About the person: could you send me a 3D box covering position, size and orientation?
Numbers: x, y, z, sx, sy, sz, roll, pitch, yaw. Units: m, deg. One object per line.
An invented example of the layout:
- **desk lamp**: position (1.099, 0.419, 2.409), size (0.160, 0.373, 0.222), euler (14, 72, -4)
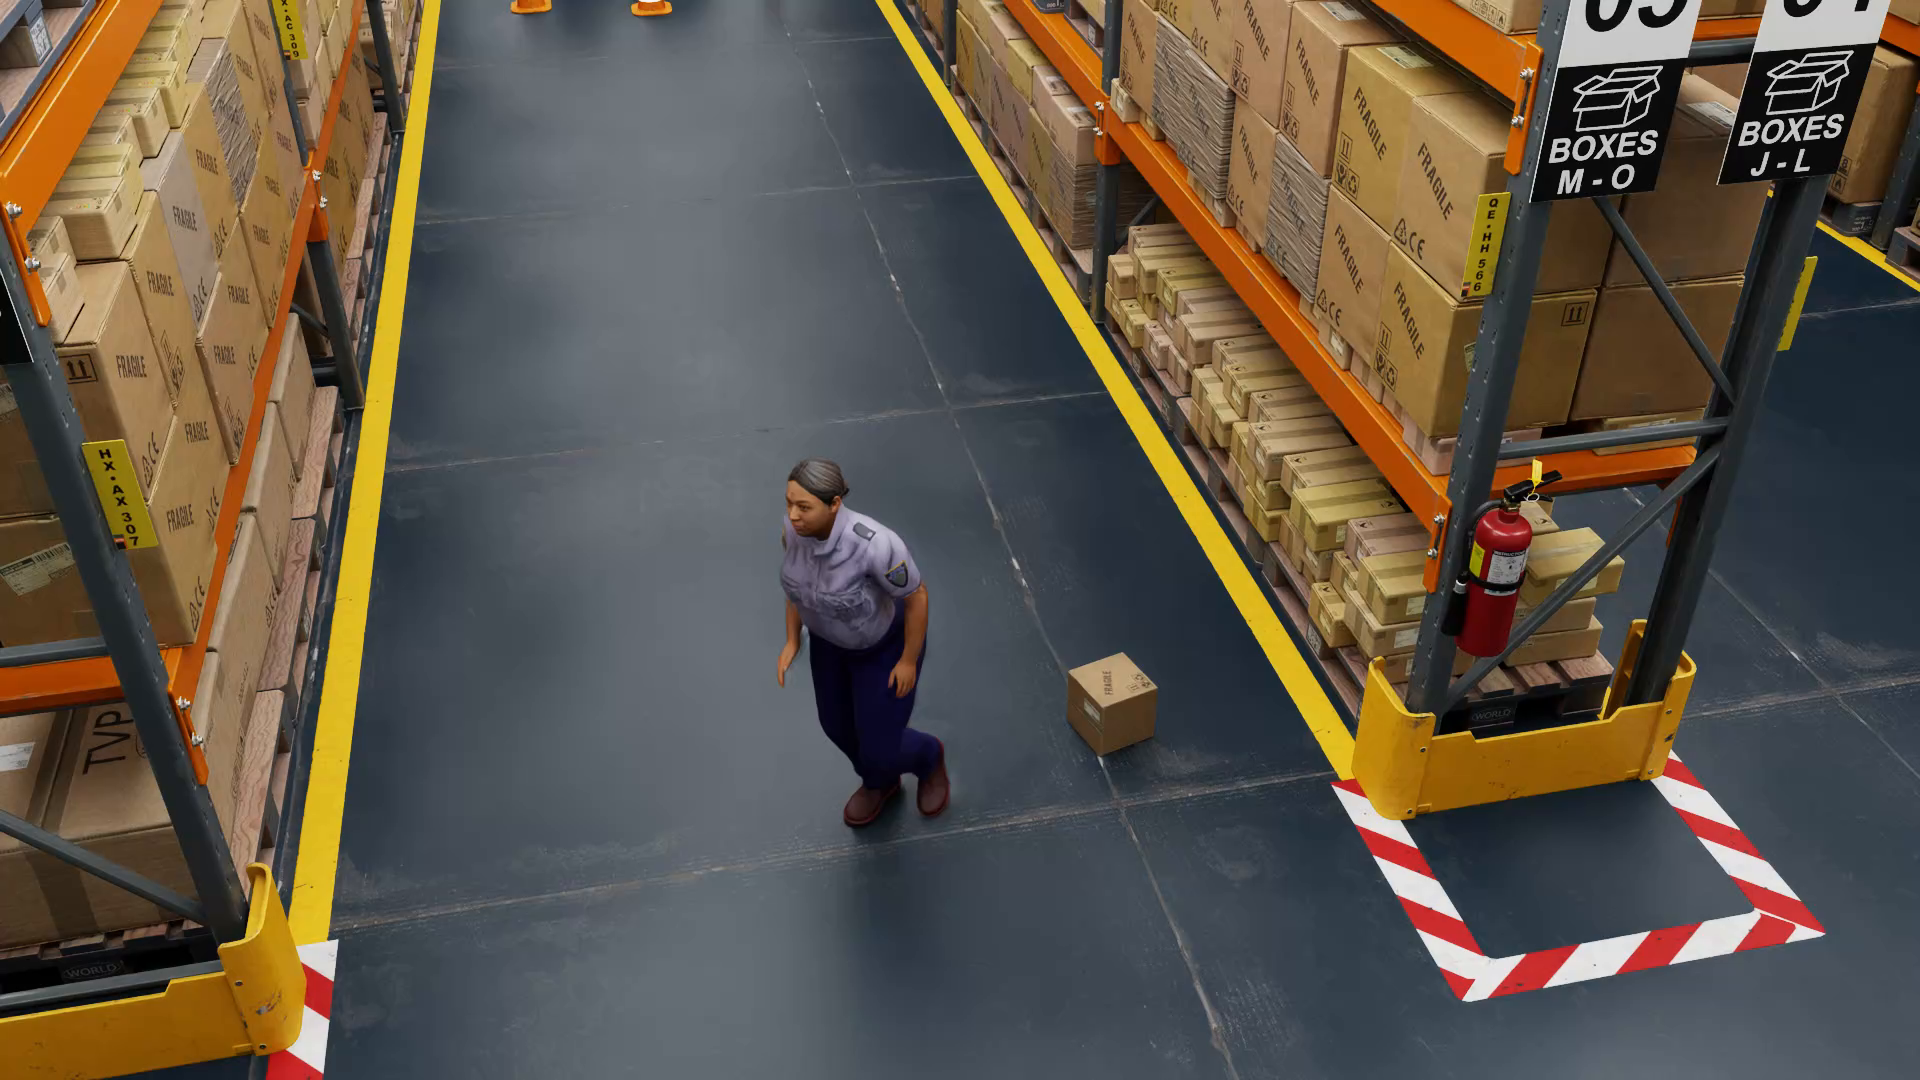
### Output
- **person**: position (-0.323, 0.349, 5.678), size (0.542, 1.599, 0.585), euler (23, 41, 29)
